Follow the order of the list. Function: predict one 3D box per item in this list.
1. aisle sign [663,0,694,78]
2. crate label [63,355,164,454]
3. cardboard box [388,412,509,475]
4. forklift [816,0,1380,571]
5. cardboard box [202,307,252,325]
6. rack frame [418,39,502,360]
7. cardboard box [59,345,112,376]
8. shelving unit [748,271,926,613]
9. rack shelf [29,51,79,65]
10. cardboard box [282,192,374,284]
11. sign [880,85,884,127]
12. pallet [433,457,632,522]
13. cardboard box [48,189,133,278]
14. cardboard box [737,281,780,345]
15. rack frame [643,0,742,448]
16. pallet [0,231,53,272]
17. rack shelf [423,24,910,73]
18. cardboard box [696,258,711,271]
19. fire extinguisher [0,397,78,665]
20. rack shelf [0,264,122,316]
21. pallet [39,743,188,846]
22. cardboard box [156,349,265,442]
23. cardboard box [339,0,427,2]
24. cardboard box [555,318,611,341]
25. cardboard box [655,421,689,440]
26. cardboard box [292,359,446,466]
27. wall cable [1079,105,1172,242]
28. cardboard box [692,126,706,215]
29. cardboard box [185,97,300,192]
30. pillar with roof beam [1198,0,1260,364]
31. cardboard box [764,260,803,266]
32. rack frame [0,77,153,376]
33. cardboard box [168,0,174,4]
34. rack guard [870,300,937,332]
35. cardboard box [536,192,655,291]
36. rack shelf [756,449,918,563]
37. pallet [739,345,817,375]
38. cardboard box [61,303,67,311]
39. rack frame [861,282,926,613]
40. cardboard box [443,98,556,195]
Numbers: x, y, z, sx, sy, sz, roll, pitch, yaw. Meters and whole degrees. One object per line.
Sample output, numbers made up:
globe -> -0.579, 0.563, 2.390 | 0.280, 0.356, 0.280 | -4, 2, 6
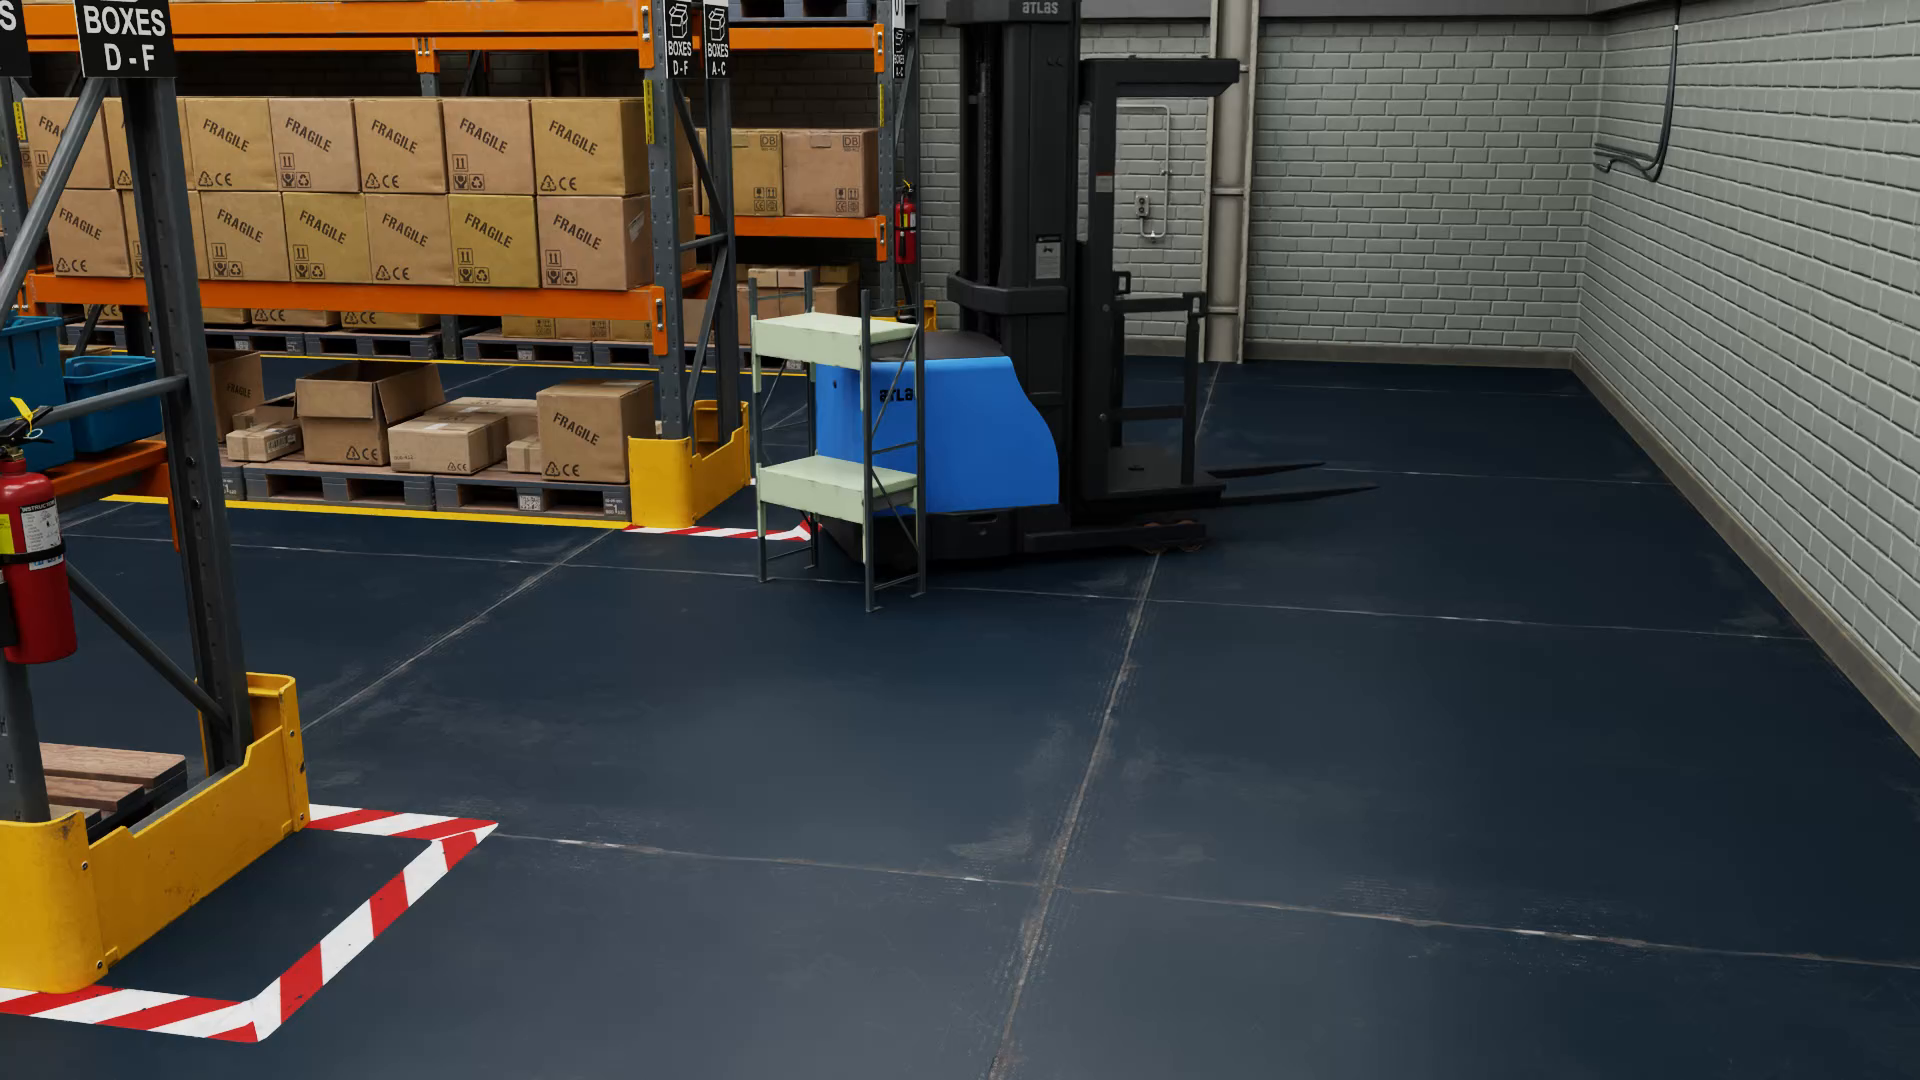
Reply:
aisle sign -> -1.482, -2.831, 8.722 | 0.004, 0.787, 0.394 | 3, 16, 11
crate label -> -2.655, -0.413, 5.067 | 0.303, 0.233, 0.416 | 3, 16, 11
cardboard box -> -2.994, -0.571, 9.762 | 0.500, 0.250, 0.500 | 3, 16, 11
forklift -> 0.792, -1.465, 8.789 | 3.031, 2.935, 1.130 | -5, 16, -16
cardboard box -> -6.792, -2.428, 15.378 | 0.750, 0.750, 0.750 | 3, 16, 11
rack frame -> -4.424, -3.170, 14.818 | 0.127, 3.000, 1.000 | 3, 16, 11
cardboard box -> -5.833, -0.971, 10.737 | 0.500, 0.500, 0.500 | 2, 16, 9
shelving unit -> -0.581, -0.487, 7.941 | 0.755, 1.500, 0.431 | 13, 20, 39
rack shelf -> -10.303, -4.588, 15.666 | 4.000, 0.370, 1.077 | 3, 16, 11
cardboard box -> -3.471, -1.744, 9.481 | 0.500, 0.500, 0.500 | 3, 16, 10
sign -> -0.626, -3.489, 13.354 | 0.005, 0.325, 0.100 | 3, 16, 11
pallet -> -2.343, -0.364, 9.910 | 1.213, 0.211, 1.003 | 3, 16, 11
cardboard box -> -4.962, -1.824, 9.771 | 0.500, 0.500, 0.500 | 4, 16, 13
cardboard box -> -1.700, -1.993, 14.464 | 0.500, 0.500, 0.700 | 3, 16, 11
rack frame -> -1.488, -1.662, 9.371 | 0.127, 3.000, 1.000 | 3, 16, 11
pallet -> -6.169, -1.853, 10.422 | 1.213, 0.211, 1.003 | 3, 16, 11
rack shelf -> -2.464, -4.163, 14.130 | 4.000, 0.370, 1.077 | 3, 16, 11
cardboard box -> -2.290, -2.392, 14.688 | 0.250, 0.149, 0.380 | 3, 16, 12
fire extinguisher -> -2.421, -0.022, 4.296 | 0.183, 0.674, 0.296 | 3, 16, 11
rack shelf -> -7.367, -1.634, 10.619 | 4.000, 0.370, 1.077 | 3, 16, 11
pallet -> -3.279, 0.924, 5.261 | 1.213, 0.211, 1.003 | 3, 16, 11
cardboard box -> -4.792, -0.926, 10.573 | 0.500, 0.500, 0.500 | 3, 16, 11
cardboard box -> -3.024, -3.046, 9.031 | 0.500, 0.250, 0.500 | 3, 16, 11
cardboard box -> -3.220, -2.074, 14.756 | 0.500, 0.500, 0.700 | 3, 16, 11
cardboard box -> -1.829, -0.612, 10.098 | 0.250, 0.149, 0.380 | 3, 16, 11
cardboard box -> -3.565, -0.785, 10.058 | 0.637, 0.503, 0.797 | 3, 16, 11
wall cable -> 0.939, -3.627, 14.562 | 1.851, 1.984, 0.084 | 3, 16, 11
cardboard box -> -2.466, -3.205, 14.383 | 0.700, 0.700, 0.980 | 2, 16, 8
cardboard box -> -3.992, -2.251, 9.438 | 0.500, 0.500, 0.500 | 3, 16, 9
pillar with roof beam -> 1.456, -4.805, 9.482 | 0.400, 9.000, 9.100 | 3, 16, 11
cardboard box -> -1.544, -2.351, 14.542 | 0.250, 0.149, 0.380 | 3, 16, 11
rack frame -> -5.407, -1.874, 10.139 | 0.127, 3.000, 1.000 | 3, 16, 11
cardboard box -> -4.491, -3.129, 9.332 | 0.500, 0.250, 0.500 | 3, 16, 11
rack guard -> -0.481, -1.752, 14.379 | 0.348, 0.500, 1.175 | 3, 16, 11
cardboard box -> -1.981, -1.662, 9.187 | 0.500, 0.500, 0.500 | 4, 16, 13
rack shelf -> -0.581, -0.173, 8.028 | 0.720, 0.370, 0.431 | 13, 20, 39
pallet -> -1.303, -1.636, 14.502 | 1.213, 0.211, 1.003 | 3, 16, 11
cardboard box -> -9.060, -2.415, 15.950 | 0.500, 0.500, 0.700 | 3, 16, 12
rack frame -> -0.302, -0.424, 7.713 | 0.023, 1.500, 0.400 | 13, 20, 39
cardboard box -> -2.474, -2.170, 9.146 | 0.500, 0.500, 0.500 | 4, 16, 13
